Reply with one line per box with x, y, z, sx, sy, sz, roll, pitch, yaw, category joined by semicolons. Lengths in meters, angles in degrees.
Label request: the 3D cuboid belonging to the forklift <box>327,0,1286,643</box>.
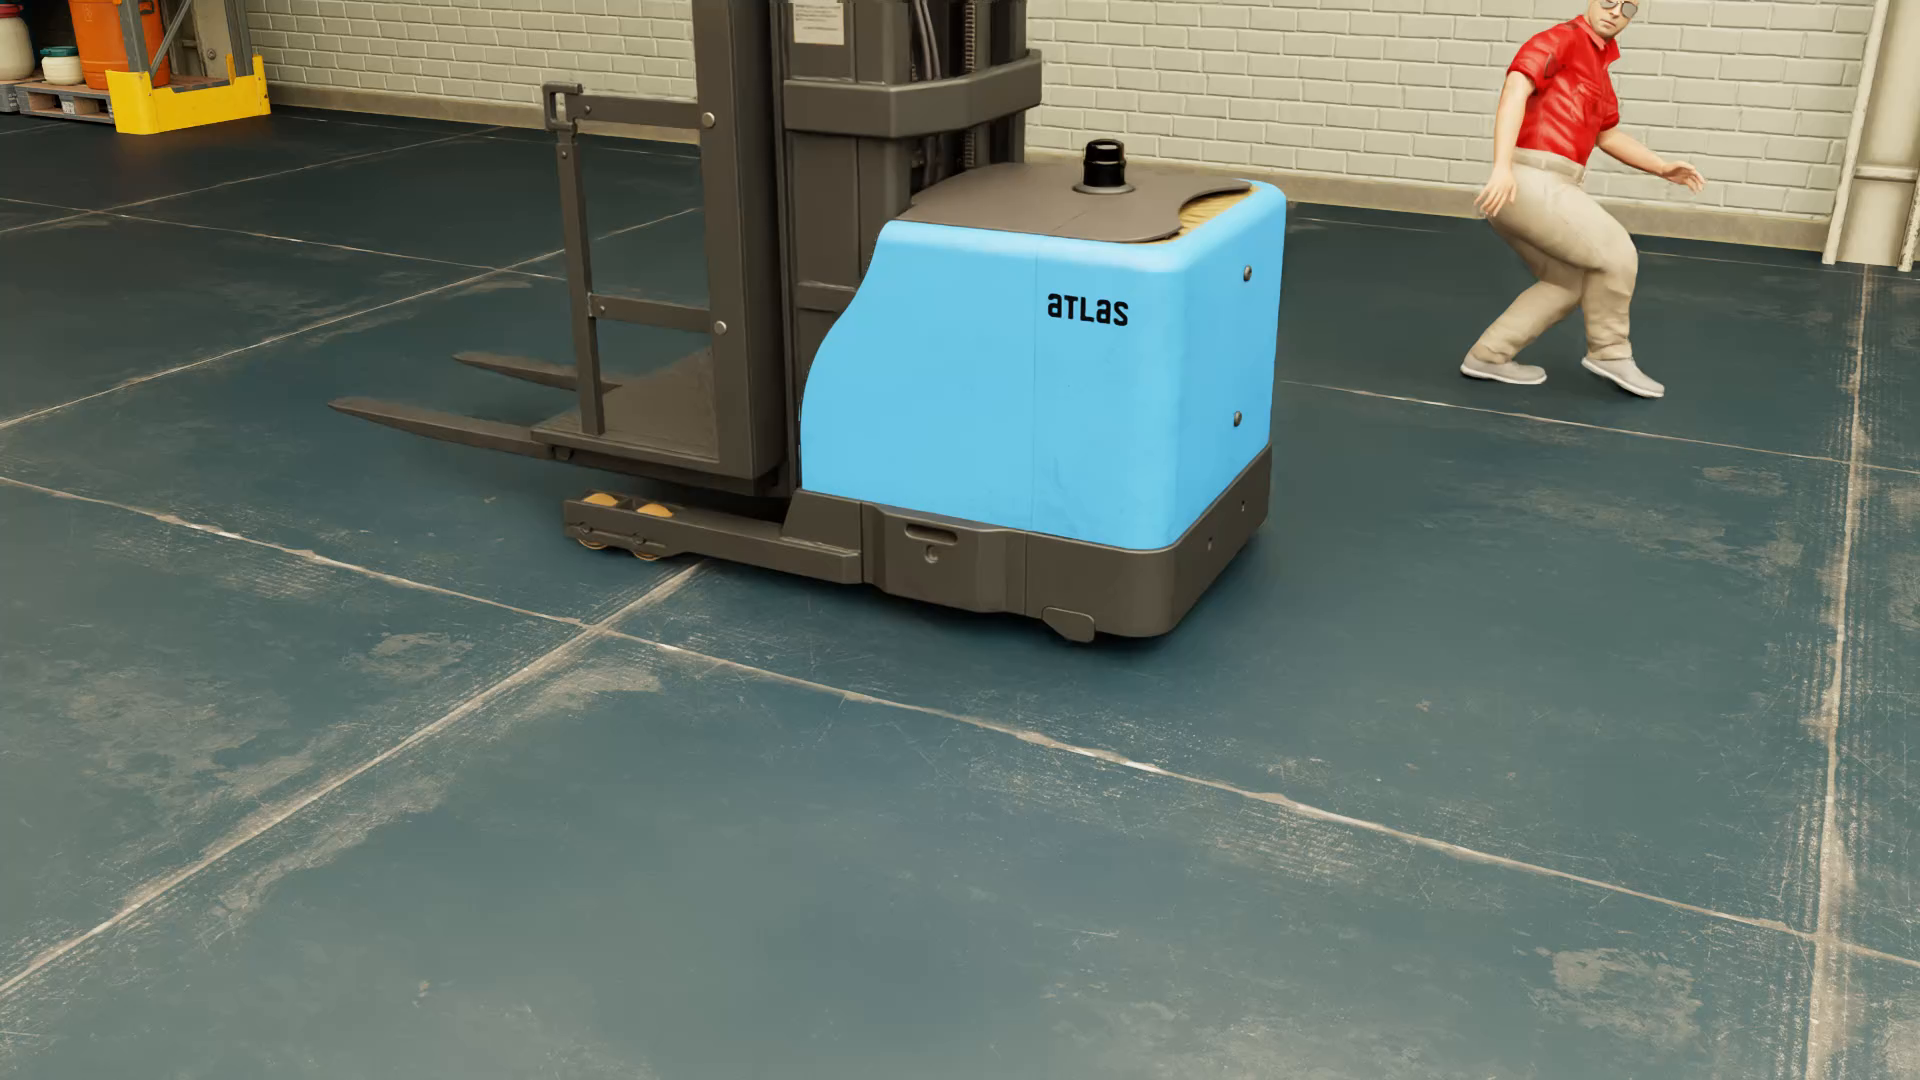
-0.620;-1.459;4.754;3.031;2.935;1.130;11;25;24;forklift

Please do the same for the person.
2.311;-1.272;6.106;0.797;1.560;0.774;7;24;16;person
